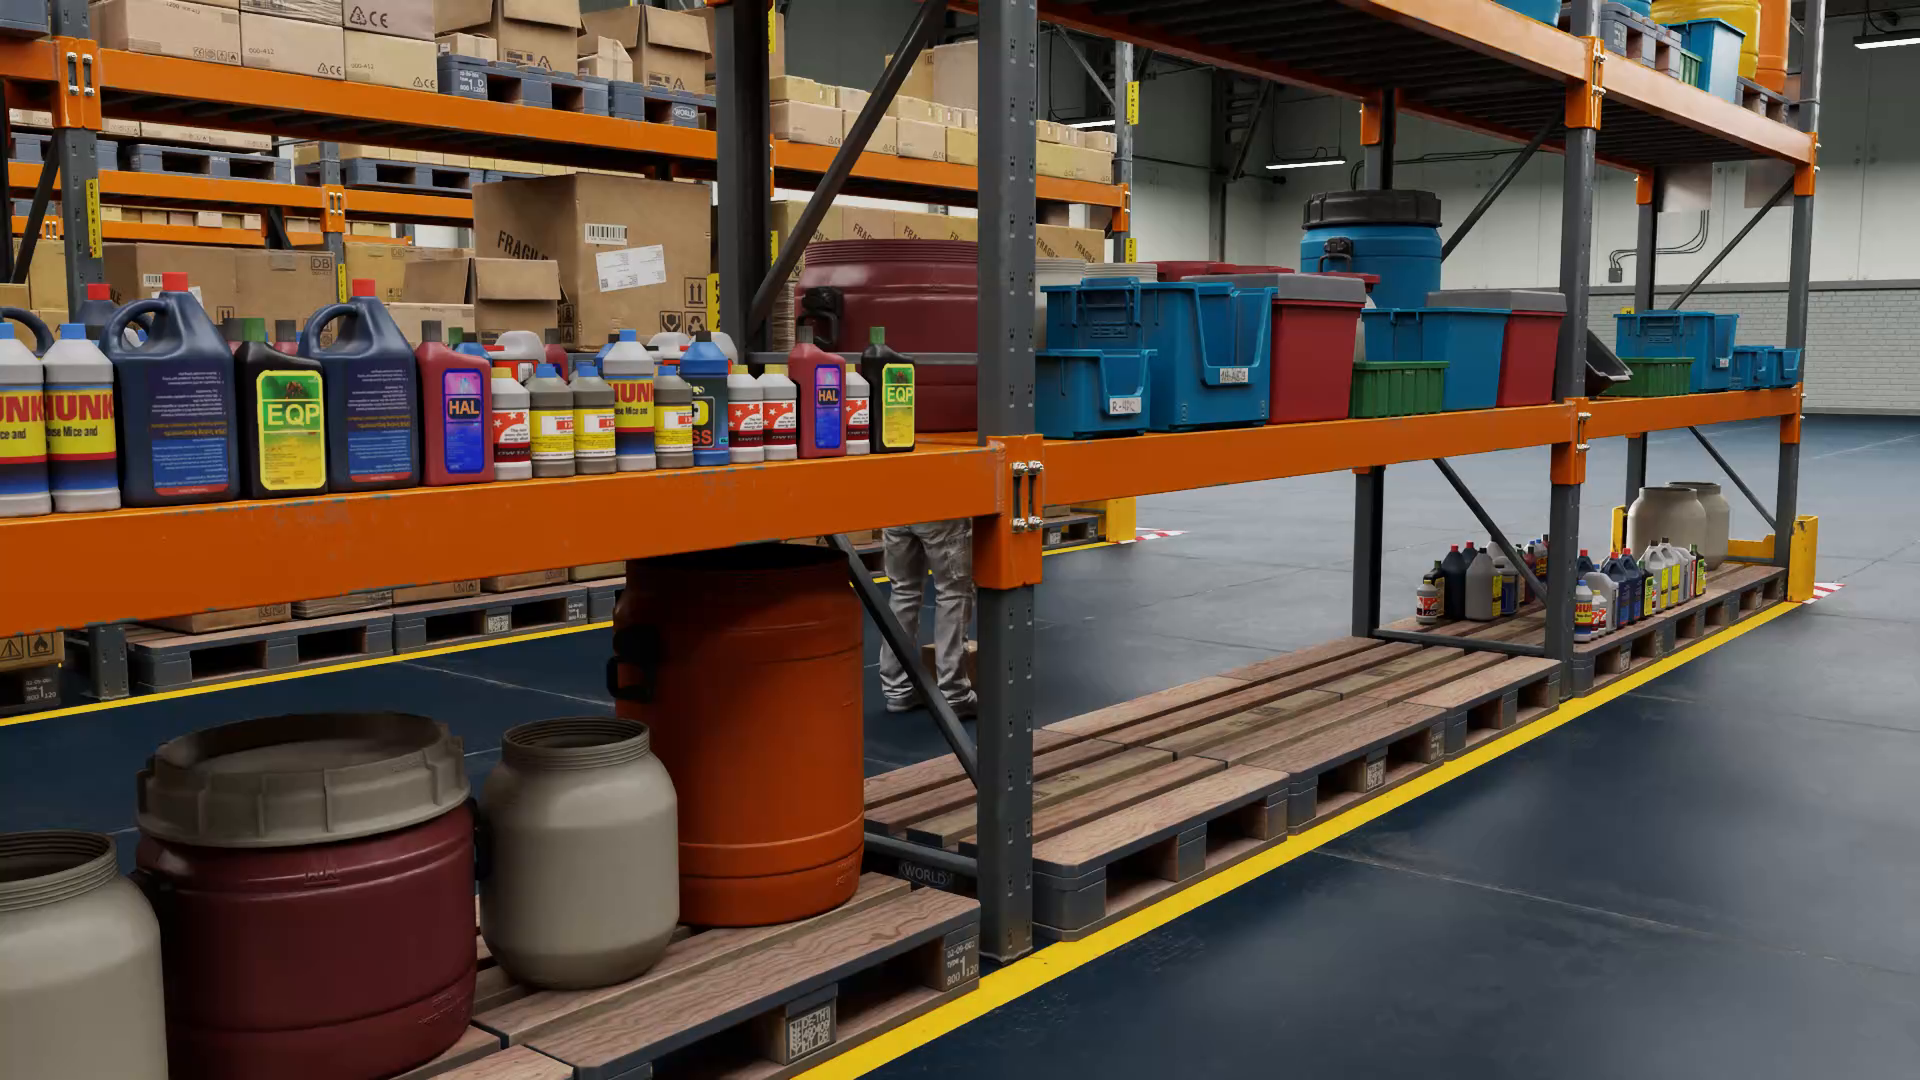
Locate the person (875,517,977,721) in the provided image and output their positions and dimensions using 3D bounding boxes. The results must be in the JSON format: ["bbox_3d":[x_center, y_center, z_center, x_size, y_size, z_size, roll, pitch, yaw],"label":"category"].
[{"bbox_3d":[-0.129,-0.152,6.993,0.628,1.774,0.453,5,8,37],"label":"person"}]
